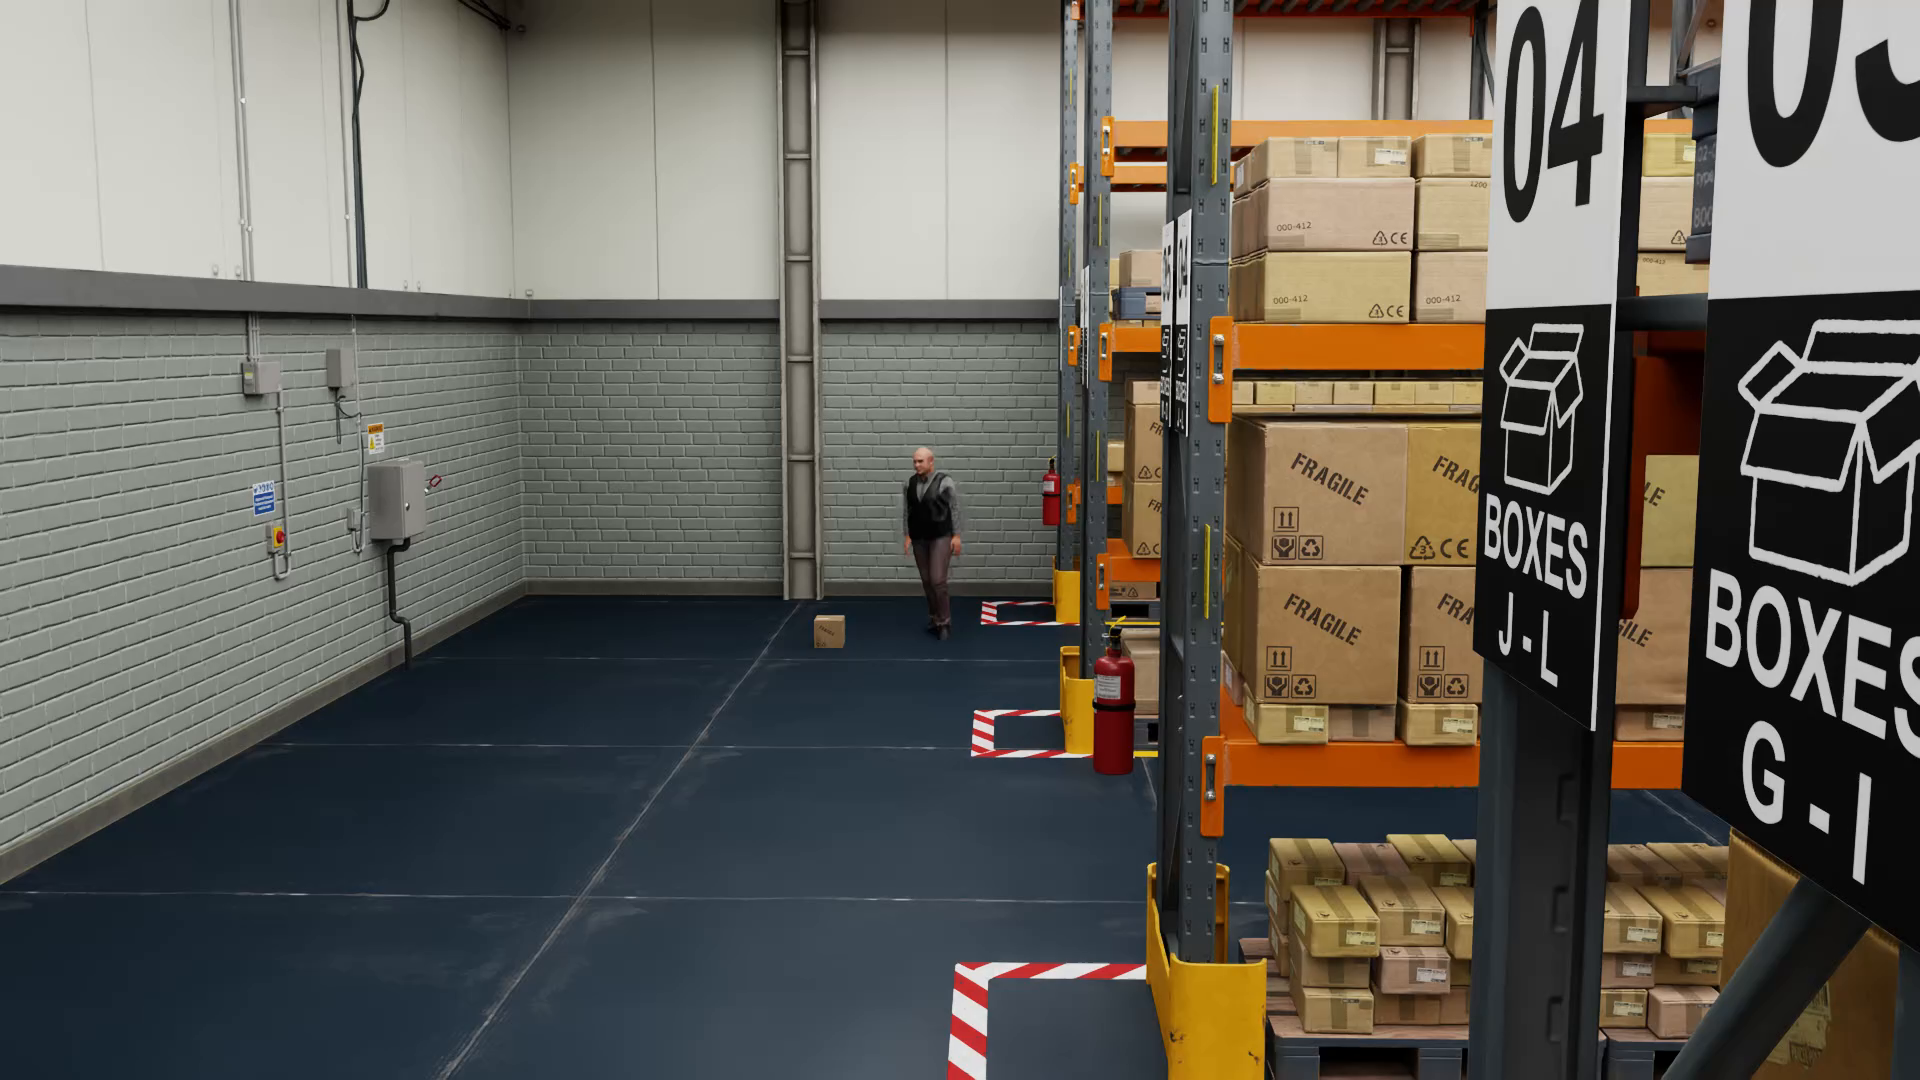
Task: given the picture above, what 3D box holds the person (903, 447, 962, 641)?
[{"bbox_3d":[-0.242,0.027,15.236,0.576,1.758,0.524,4,8,31],"label":"person"}]
